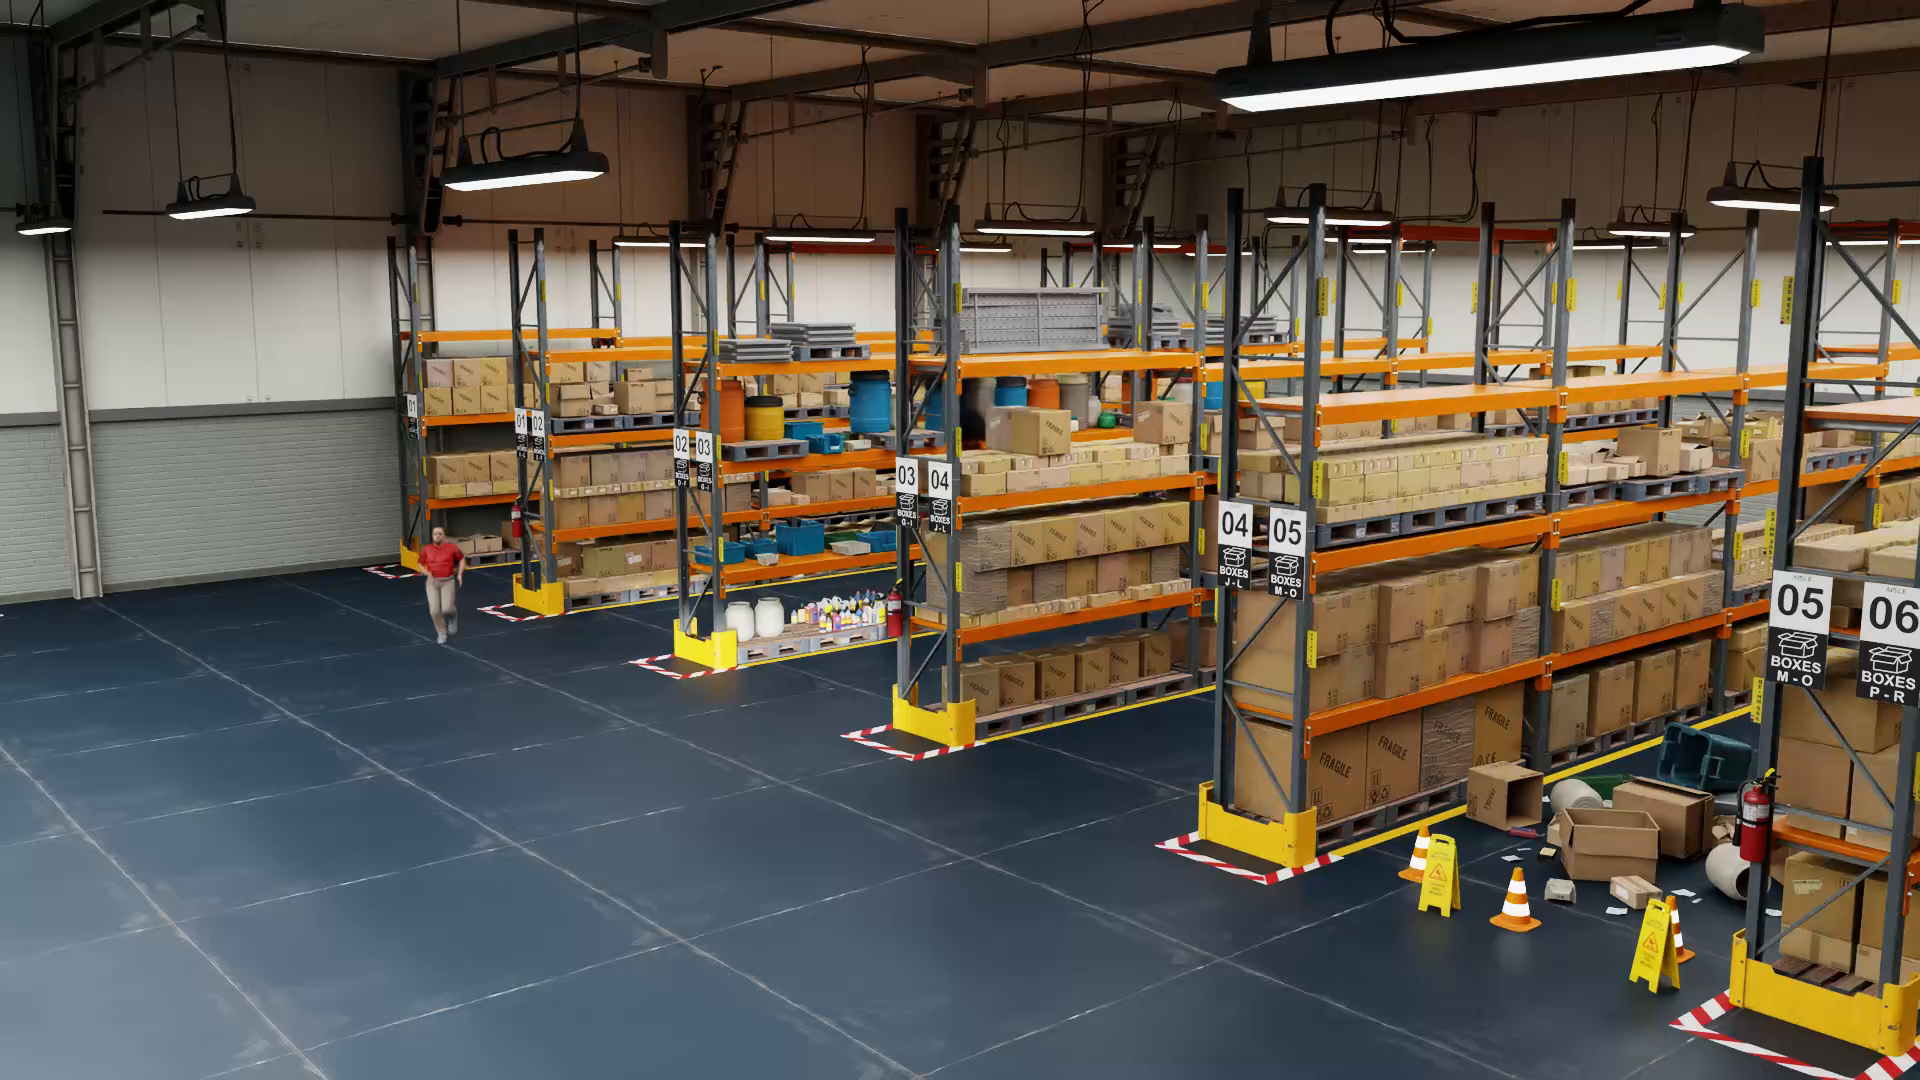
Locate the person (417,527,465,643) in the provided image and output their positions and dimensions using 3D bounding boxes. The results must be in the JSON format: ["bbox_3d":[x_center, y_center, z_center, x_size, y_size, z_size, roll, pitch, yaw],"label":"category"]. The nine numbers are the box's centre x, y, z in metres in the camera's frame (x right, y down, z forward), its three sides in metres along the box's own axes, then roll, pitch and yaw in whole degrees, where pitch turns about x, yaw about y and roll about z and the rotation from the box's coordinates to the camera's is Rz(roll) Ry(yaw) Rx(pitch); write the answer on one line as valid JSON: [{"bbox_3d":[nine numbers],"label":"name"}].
[{"bbox_3d":[-7.510,0.651,24.067,0.658,1.686,0.593,-1,9,-9],"label":"person"}]
